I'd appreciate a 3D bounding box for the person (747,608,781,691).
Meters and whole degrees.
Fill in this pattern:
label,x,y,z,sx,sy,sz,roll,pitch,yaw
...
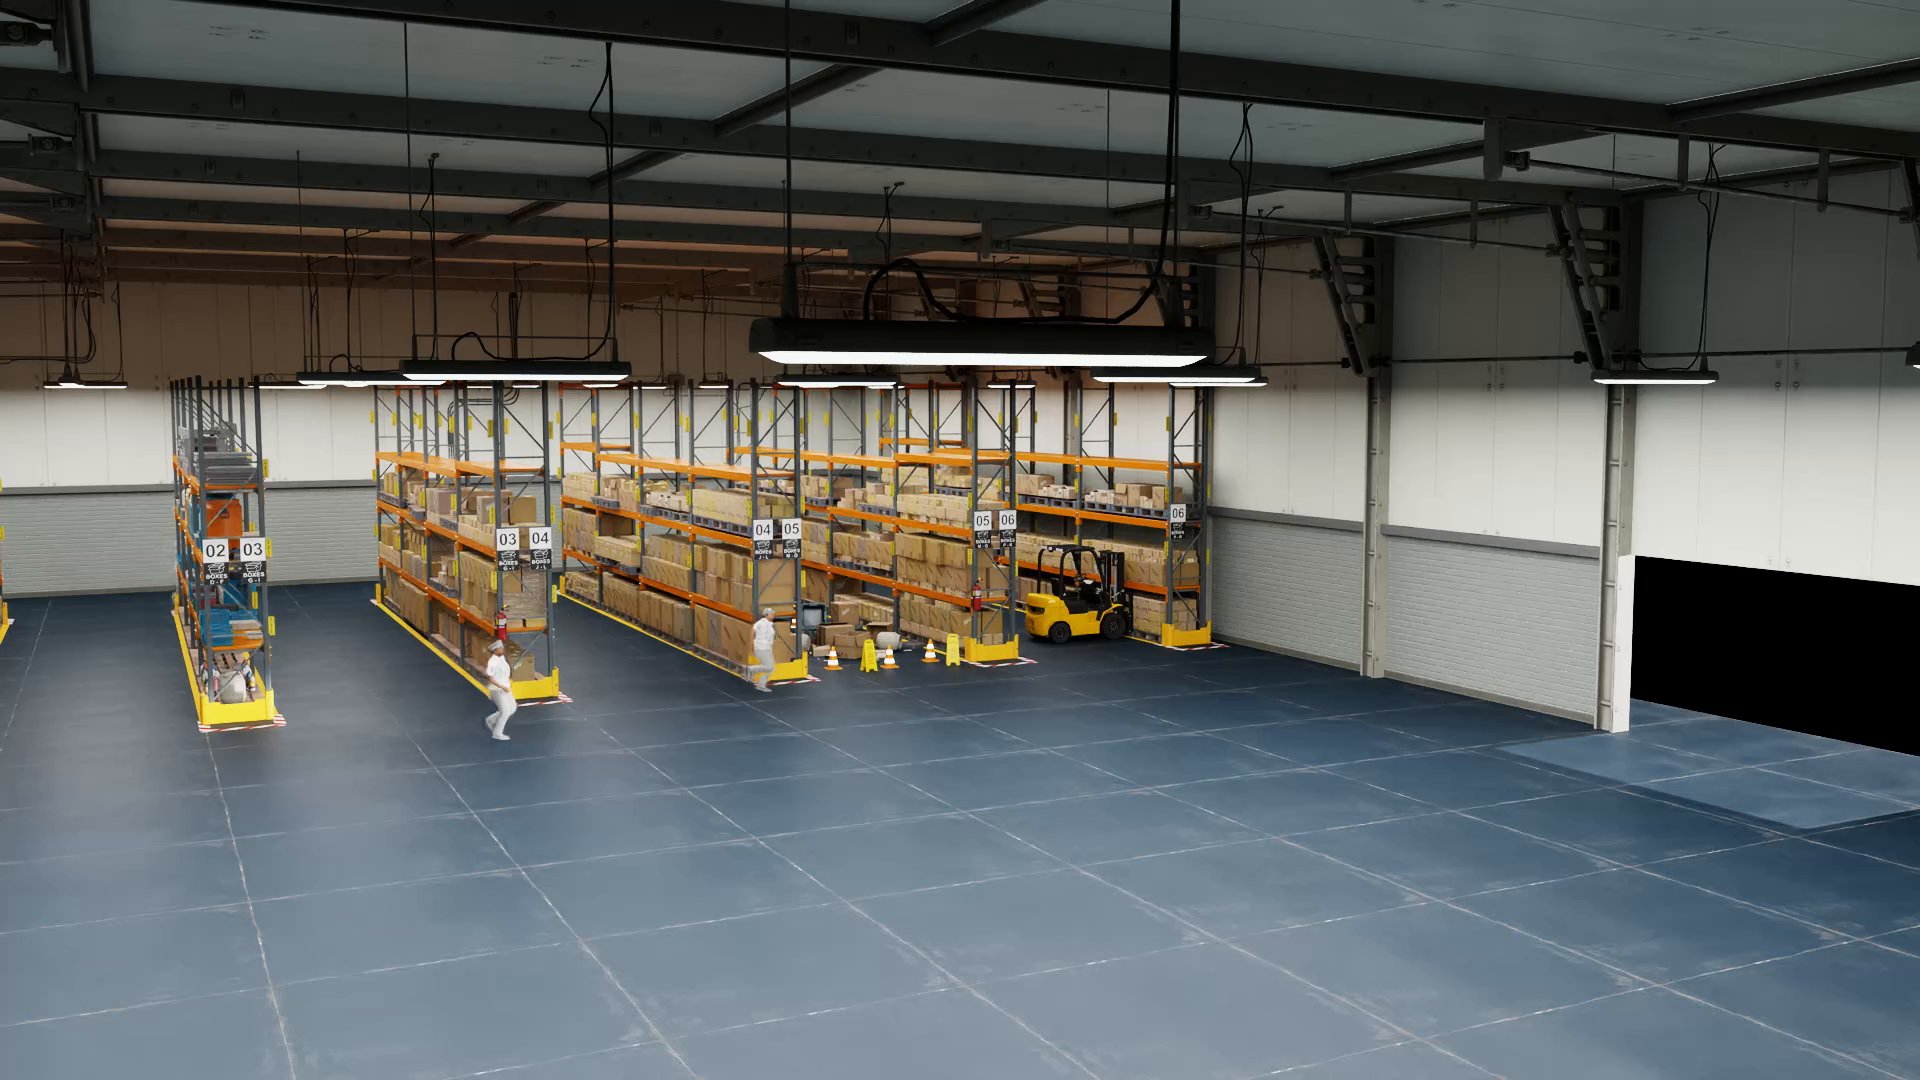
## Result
label,x,y,z,sx,sy,sz,roll,pitch,yaw
person,-3.748,2.105,31.878,0.638,1.622,0.645,1,5,16

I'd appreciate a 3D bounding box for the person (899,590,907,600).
label,x,y,z,sx,sy,sz,roll,pitch,yaw
person,-1.547,0.985,43.430,0.650,1.694,0.755,-2,6,-25

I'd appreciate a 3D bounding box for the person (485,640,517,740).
label,x,y,z,sx,sy,sz,roll,pitch,yaw
person,-7.601,2.464,27.452,0.495,1.669,0.580,0,5,5

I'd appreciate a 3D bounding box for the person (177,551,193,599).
label,x,y,z,sx,sy,sz,roll,pitch,yaw
person,-20.612,0.847,44.870,0.980,1.784,0.682,-2,5,-19
